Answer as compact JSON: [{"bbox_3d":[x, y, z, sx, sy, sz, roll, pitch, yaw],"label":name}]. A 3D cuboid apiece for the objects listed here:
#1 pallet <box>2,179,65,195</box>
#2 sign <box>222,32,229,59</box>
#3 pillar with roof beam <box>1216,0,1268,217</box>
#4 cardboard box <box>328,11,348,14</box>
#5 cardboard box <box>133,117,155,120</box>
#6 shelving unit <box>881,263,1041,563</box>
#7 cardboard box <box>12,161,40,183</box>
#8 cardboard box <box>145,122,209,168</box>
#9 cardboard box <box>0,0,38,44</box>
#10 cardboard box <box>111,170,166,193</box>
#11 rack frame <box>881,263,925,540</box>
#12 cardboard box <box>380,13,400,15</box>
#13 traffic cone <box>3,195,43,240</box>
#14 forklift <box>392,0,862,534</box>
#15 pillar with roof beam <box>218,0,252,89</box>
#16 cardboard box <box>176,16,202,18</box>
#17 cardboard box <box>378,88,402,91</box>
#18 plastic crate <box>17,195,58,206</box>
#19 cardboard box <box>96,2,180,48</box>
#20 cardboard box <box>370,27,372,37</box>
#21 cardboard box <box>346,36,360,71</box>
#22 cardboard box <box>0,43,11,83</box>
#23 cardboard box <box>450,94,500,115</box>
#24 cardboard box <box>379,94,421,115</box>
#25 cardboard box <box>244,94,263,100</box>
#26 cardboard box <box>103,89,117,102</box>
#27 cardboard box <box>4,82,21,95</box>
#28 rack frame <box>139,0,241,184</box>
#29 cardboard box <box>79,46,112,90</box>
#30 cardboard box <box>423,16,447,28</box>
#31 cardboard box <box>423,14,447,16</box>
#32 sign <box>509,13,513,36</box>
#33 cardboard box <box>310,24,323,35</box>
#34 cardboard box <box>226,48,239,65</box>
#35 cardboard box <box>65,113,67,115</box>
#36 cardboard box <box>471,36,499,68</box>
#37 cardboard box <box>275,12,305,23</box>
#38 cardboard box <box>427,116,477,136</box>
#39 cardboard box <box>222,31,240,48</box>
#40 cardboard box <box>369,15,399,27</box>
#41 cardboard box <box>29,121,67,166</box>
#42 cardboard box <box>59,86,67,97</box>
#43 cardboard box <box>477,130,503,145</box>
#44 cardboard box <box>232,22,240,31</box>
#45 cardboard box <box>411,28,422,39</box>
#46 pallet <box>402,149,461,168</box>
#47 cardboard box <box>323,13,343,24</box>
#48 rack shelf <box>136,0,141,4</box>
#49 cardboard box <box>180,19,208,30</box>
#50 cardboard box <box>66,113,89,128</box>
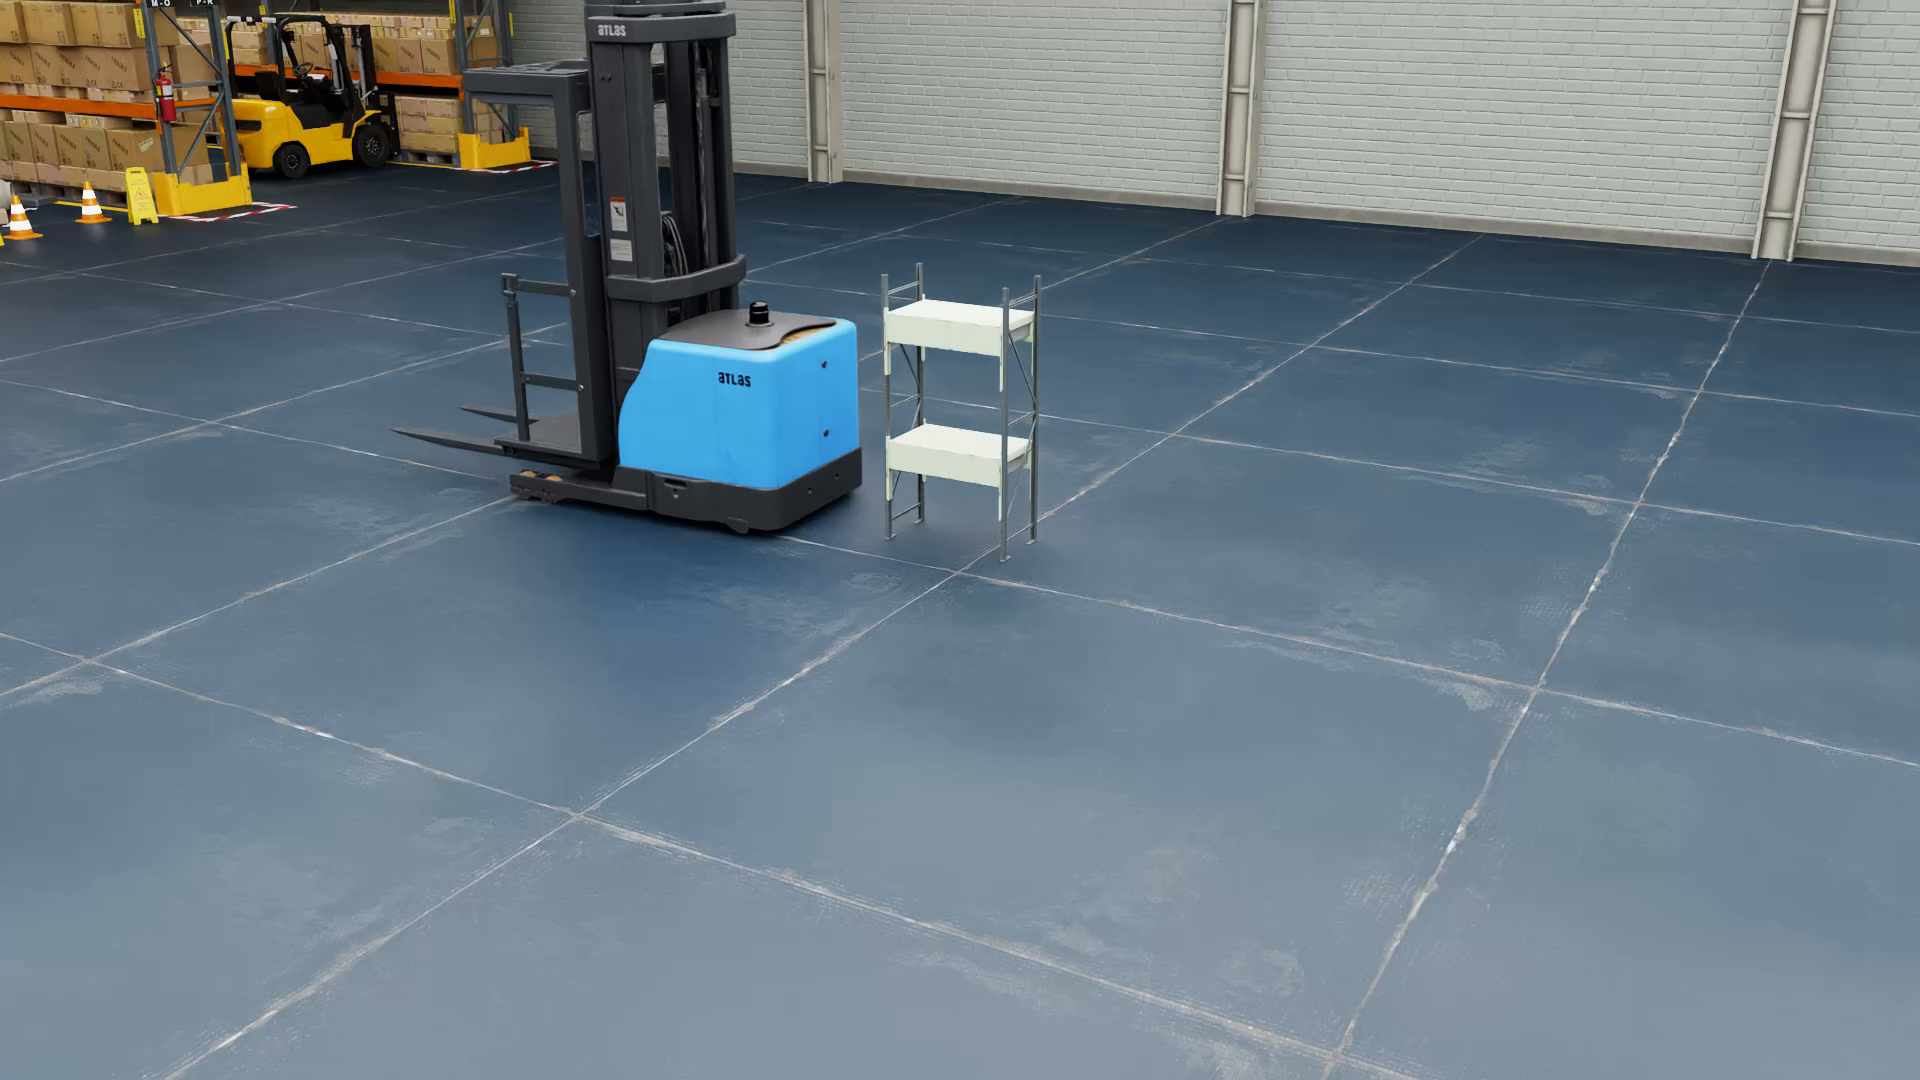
[{"bbox_3d":[-12.239,-4.789,22.259,1.213,0.211,1.003,11,23,27],"label":"pallet"},{"bbox_3d":[-9.086,-6.105,20.526,0.005,0.325,0.100,11,23,27],"label":"sign"},{"bbox_3d":[1.275,-6.942,15.305,0.400,9.000,9.100,11,23,27],"label":"pillar with roof beam"},{"bbox_3d":[-9.563,-8.114,25.801,0.250,0.149,0.380,11,22,27],"label":"cardboard box"},{"bbox_3d":[-13.380,-7.318,28.008,0.625,0.625,0.875,12,23,29],"label":"cardboard box"},{"bbox_3d":[0.006,-0.704,9.106,0.755,1.500,0.431,11,23,27],"label":"shelving unit"},{"bbox_3d":[-11.988,-4.842,21.732,0.500,0.250,0.500,12,23,30],"label":"cardboard box"},{"bbox_3d":[-9.941,-5.014,21.105,0.500,0.500,0.500,10,22,26],"label":"cardboard box"},{"bbox_3d":[-11.704,-6.538,20.940,0.500,0.500,0.700,10,22,26],"label":"cardboard box"},{"bbox_3d":[-10.209,-4.499,20.786,0.500,0.250,0.500,11,23,27],"label":"cardboard box"},{"bbox_3d":[-0.314,-0.765,9.274,0.023,1.500,0.400,11,23,27],"label":"rack frame"},{"bbox_3d":[-8.691,-7.934,25.305,0.250,0.149,0.380,12,23,29],"label":"cardboard box"},{"bbox_3d":[-10.600,-3.644,18.733,0.334,0.463,0.336,11,23,27],"label":"traffic cone"},{"bbox_3d":[-2.144,-1.744,9.874,3.031,2.935,1.130,10,22,25],"label":"forklift"},{"bbox_3d":[-14.439,-9.935,23.557,0.400,9.000,9.100,11,23,27],"label":"pillar with roof beam"},{"bbox_3d":[-12.807,-8.611,27.608,0.250,0.149,0.380,10,22,26],"label":"cardboard box"},{"bbox_3d":[-9.017,-6.862,25.835,0.500,0.250,0.500,11,23,28],"label":"cardboard box"},{"bbox_3d":[-11.872,-4.324,21.167,0.583,0.080,0.402,3,20,9],"label":"plastic crate"},{"bbox_3d":[-9.903,-6.213,20.045,0.500,0.500,0.700,10,22,26],"label":"cardboard box"},{"bbox_3d":[-8.679,-7.615,24.862,0.250,0.149,0.380,11,22,27],"label":"cardboard box"},{"bbox_3d":[-8.831,-7.320,24.998,0.500,0.500,0.500,11,23,28],"label":"cardboard box"},{"bbox_3d":[-12.145,-6.156,21.353,0.500,0.500,0.500,11,23,27],"label":"cardboard box"},{"bbox_3d":[-7.261,-6.526,24.906,0.500,0.250,0.500,10,22,26],"label":"cardboard box"},{"bbox_3d":[-8.382,-6.537,24.938,0.500,0.250,0.500,11,23,28],"label":"cardboard box"},{"bbox_3d":[-10.886,-6.844,26.701,0.625,0.625,0.875,12,23,30],"label":"cardboard box"},{"bbox_3d":[-10.270,-5.475,20.427,0.250,0.149,0.380,10,22,26],"label":"cardboard box"},{"bbox_3d":[-12.033,-5.822,21.385,0.250,0.149,0.380,12,23,29],"label":"cardboard box"},{"bbox_3d":[-9.351,-5.536,20.228,0.127,3.000,1.000,11,23,27],"label":"rack frame"},{"bbox_3d":[-10.394,-5.816,20.417,0.500,0.500,0.500,11,23,27],"label":"cardboard box"},{"bbox_3d":[-7.579,-7.535,24.204,0.250,0.149,0.380,11,23,27],"label":"cardboard box"},{"bbox_3d":[-7.781,-7.765,24.837,0.250,0.149,0.380,11,23,28],"label":"cardboard box"},{"bbox_3d":[-6.657,-7.623,24.595,0.005,0.325,0.100,11,23,27],"label":"sign"},{"bbox_3d":[-9.628,-7.760,25.260,0.250,0.149,0.380,11,23,28],"label":"cardboard box"},{"bbox_3d":[-11.435,-7.697,26.405,0.500,0.250,0.500,11,22,27],"label":"cardboard box"},{"bbox_3d":[-12.196,-5.440,22.281,0.500,0.500,0.500,10,22,27],"label":"cardboard box"},{"bbox_3d":[-7.230,-7.227,24.742,0.500,0.500,0.500,12,23,29],"label":"cardboard box"},{"bbox_3d":[-10.292,-8.030,25.570,0.250,0.149,0.380,11,23,28],"label":"cardboard box"},{"bbox_3d":[-7.511,-6.142,24.582,0.500,0.250,0.500,10,22,27],"label":"cardboard box"},{"bbox_3d":[-11.431,-7.933,26.323,0.500,0.250,0.500,10,22,26],"label":"cardboard box"},{"bbox_3d":[-8.512,-7.686,24.619,0.250,0.149,0.380,11,23,28],"label":"cardboard box"},{"bbox_3d":[-11.535,-5.108,21.365,0.500,0.500,0.500,12,23,30],"label":"cardboard box"},{"bbox_3d":[-11.107,-5.677,20.984,0.250,0.149,0.380,11,23,27],"label":"cardboard box"},{"bbox_3d":[-7.267,-6.059,25.087,0.500,0.250,0.500,11,23,28],"label":"cardboard box"},{"bbox_3d":[-11.254,-8.116,26.243,0.250,0.149,0.380,11,23,27],"label":"cardboard box"},{"bbox_3d":[-7.807,-7.436,24.367,0.250,0.149,0.380,11,23,28],"label":"cardboard box"},{"bbox_3d":[-7.621,-5.818,25.095,1.213,0.211,1.003,11,23,27],"label":"pallet"},{"bbox_3d":[-9.378,-7.865,25.115,0.250,0.149,0.380,10,22,26],"label":"cardboard box"},{"bbox_3d":[-11.097,-6.941,20.756,4.000,0.370,1.077,11,23,27],"label":"rack shelf"},{"bbox_3d":[-12.231,-8.247,26.604,0.250,0.149,0.380,10,22,26],"label":"cardboard box"},{"bbox_3d":[-10.978,-5.282,20.894,0.250,0.149,0.380,12,23,30],"label":"cardboard box"}]
